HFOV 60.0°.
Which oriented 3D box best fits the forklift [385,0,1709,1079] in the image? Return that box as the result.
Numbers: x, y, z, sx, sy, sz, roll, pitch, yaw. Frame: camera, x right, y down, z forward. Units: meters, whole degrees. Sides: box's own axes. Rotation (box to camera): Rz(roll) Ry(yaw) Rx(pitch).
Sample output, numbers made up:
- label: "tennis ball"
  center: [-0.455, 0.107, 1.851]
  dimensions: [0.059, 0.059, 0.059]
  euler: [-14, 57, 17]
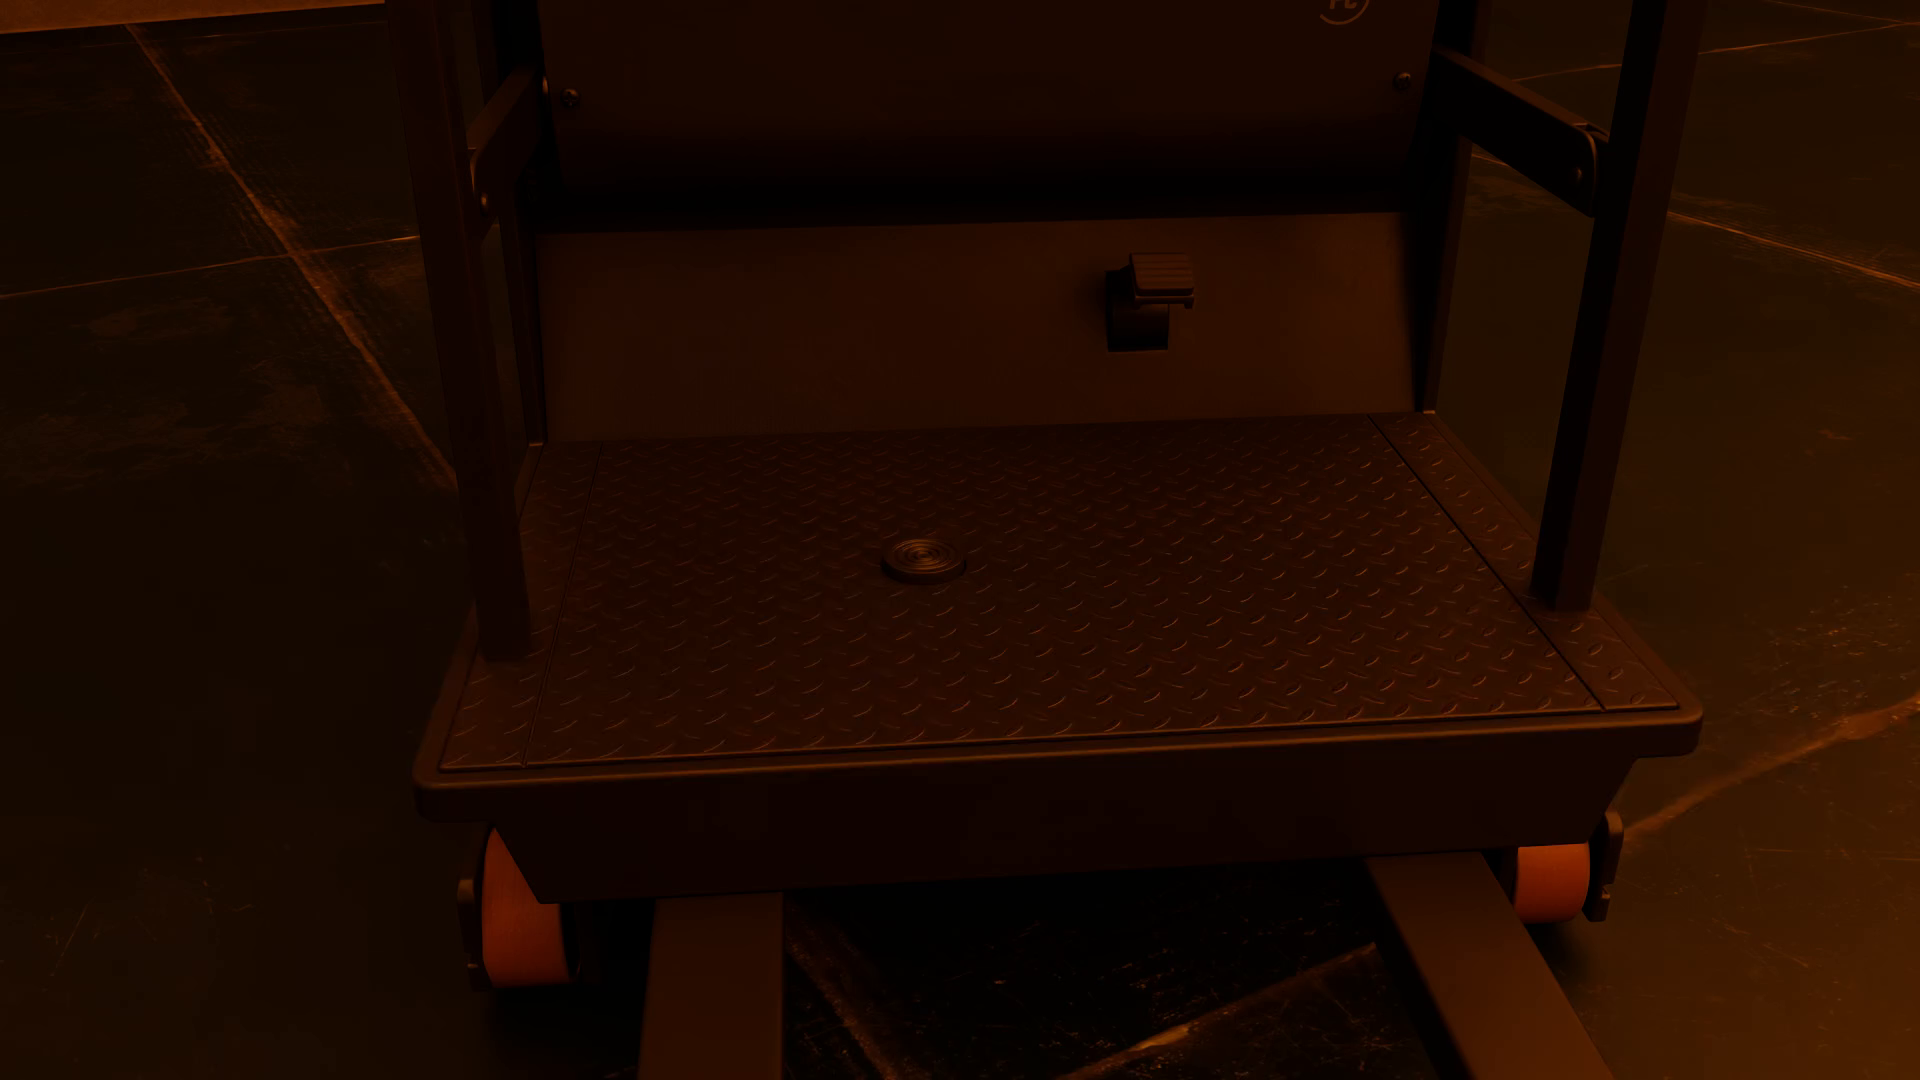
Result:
- label: "forklift"
  center: [0.056, -1.028, 1.288]
  dimensions: [1.130, 2.935, 3.031]
  euler: [-2, 27, -5]
